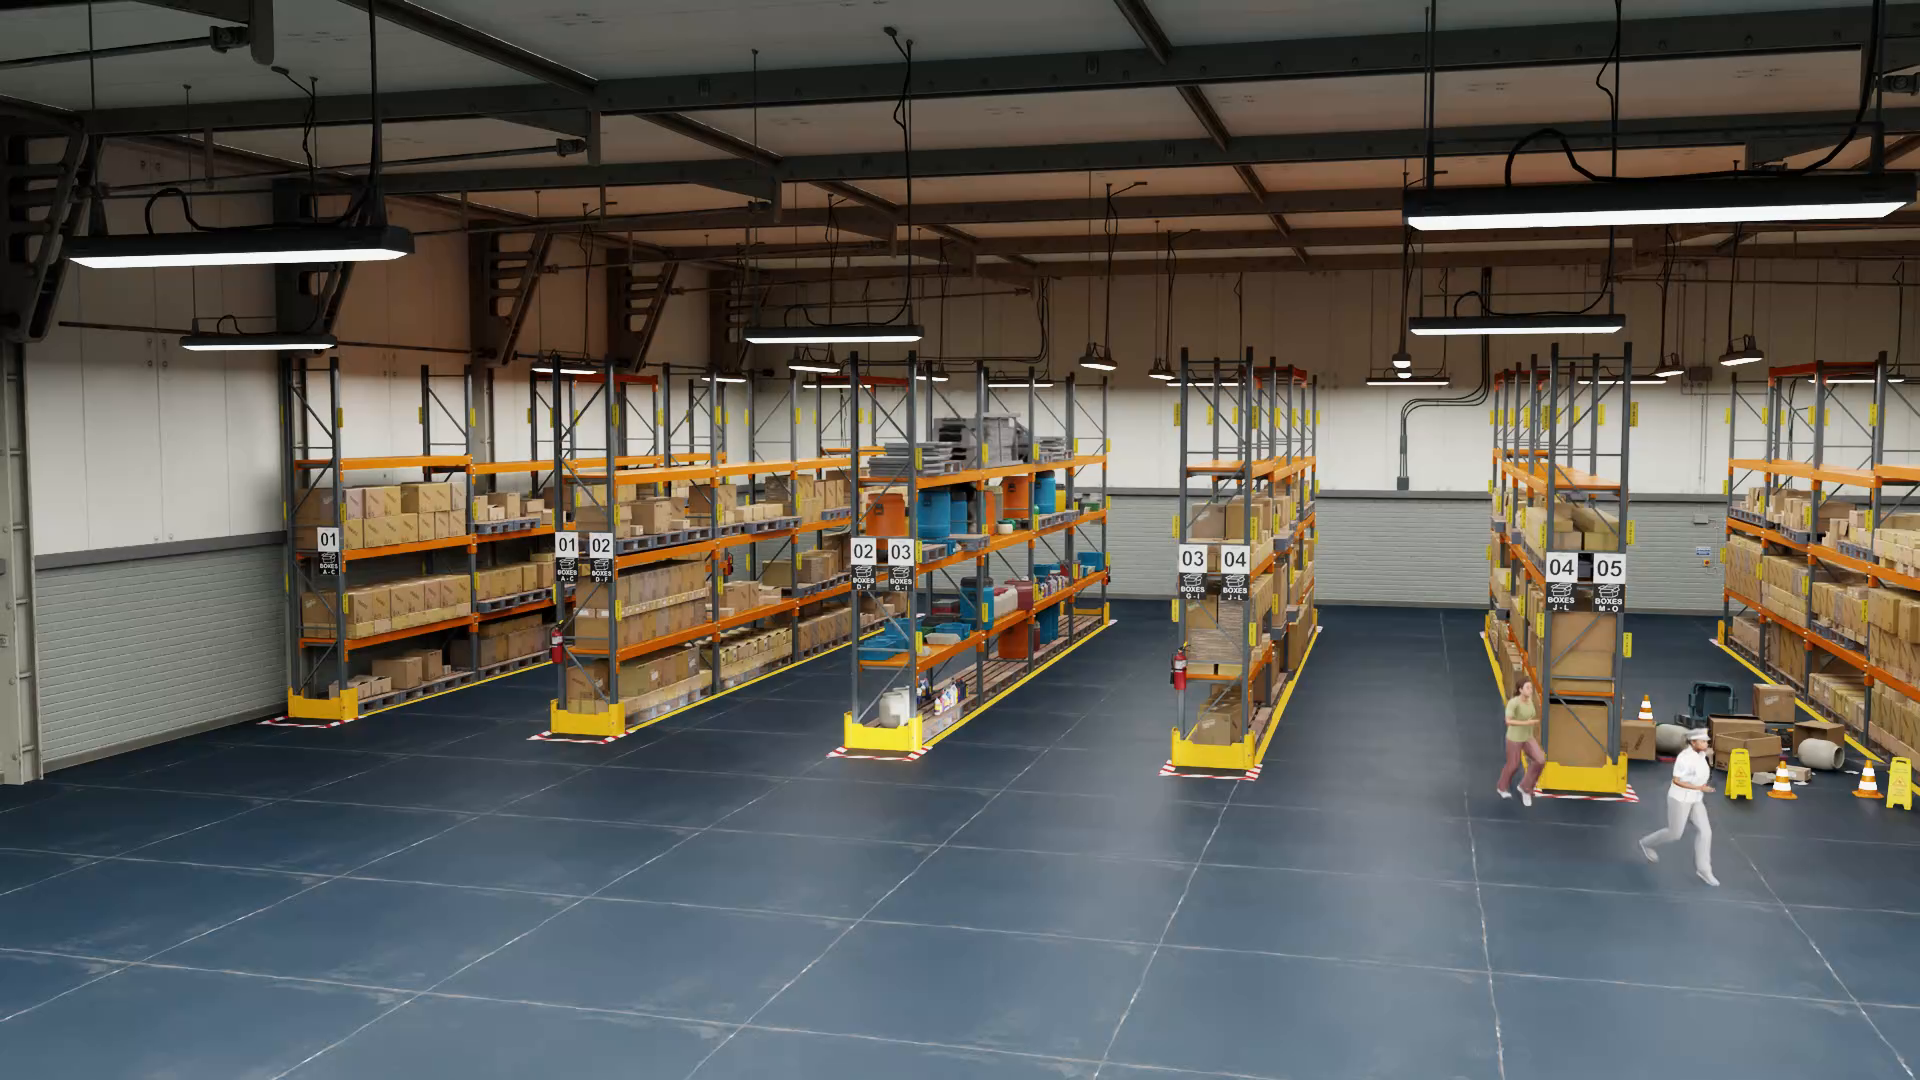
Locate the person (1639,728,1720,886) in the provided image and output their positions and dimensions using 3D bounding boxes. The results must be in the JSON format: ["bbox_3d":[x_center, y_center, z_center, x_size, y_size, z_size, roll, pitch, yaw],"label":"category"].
[{"bbox_3d":[7.889,2.856,18.164,0.610,1.702,0.948,-3,5,-35],"label":"person"}]

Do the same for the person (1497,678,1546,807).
[{"bbox_3d":[7.227,2.591,21.491,0.603,1.661,0.787,-2,5,-25],"label":"person"}]

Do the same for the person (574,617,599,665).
[{"bbox_3d":[-6.860,1.842,31.085,0.676,1.814,0.788,0,4,6],"label":"person"}]
